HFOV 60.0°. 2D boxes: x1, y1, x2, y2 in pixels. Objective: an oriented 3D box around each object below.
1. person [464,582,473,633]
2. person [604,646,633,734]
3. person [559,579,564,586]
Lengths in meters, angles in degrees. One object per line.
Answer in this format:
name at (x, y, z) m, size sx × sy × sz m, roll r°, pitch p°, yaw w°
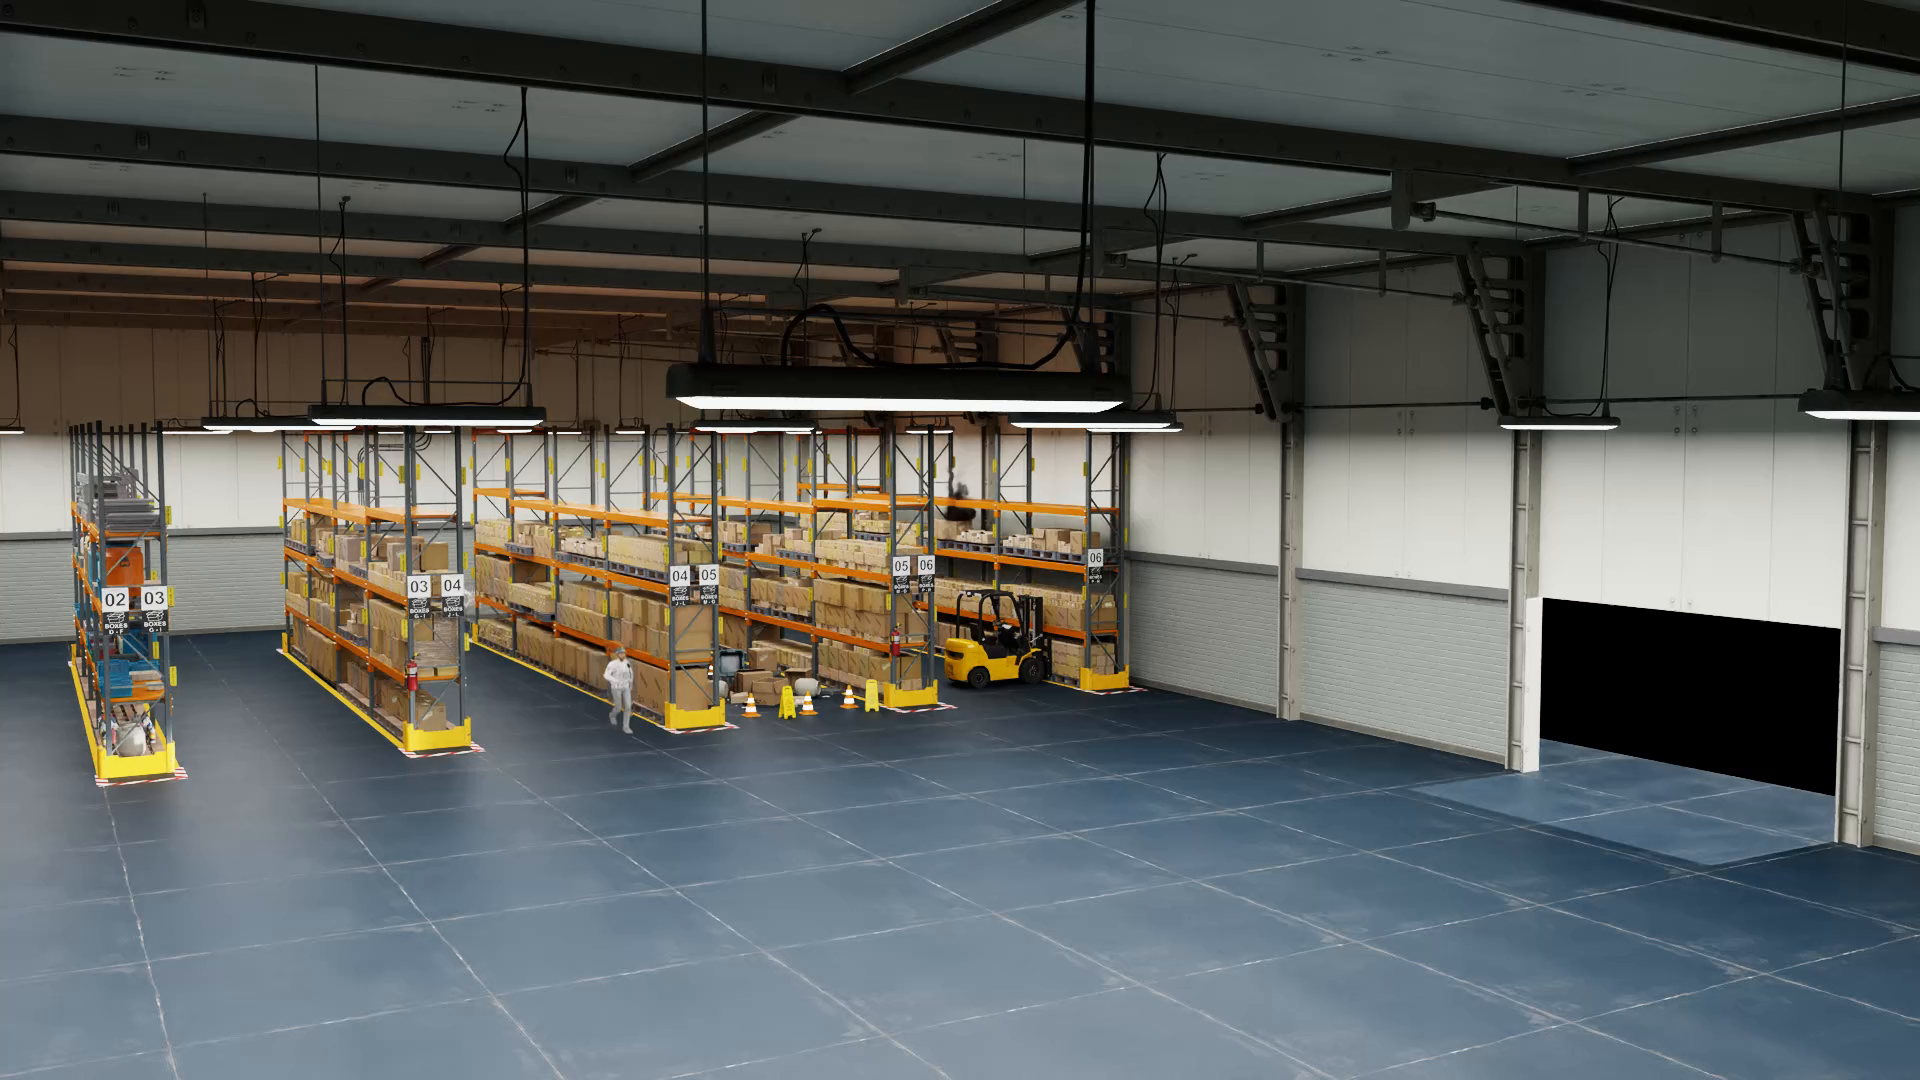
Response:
person at (-14.285, 1.954, 47.759) m, size 0.965 × 1.628 × 0.687 m, roll -3°, pitch 4°, yaw -37°
person at (-6.619, 2.904, 32.382) m, size 0.657 × 1.688 × 0.797 m, roll -3°, pitch 4°, yaw -36°
person at (-11.329, 1.957, 47.234) m, size 0.601 × 1.717 × 0.806 m, roll -3°, pitch 4°, yaw -37°
